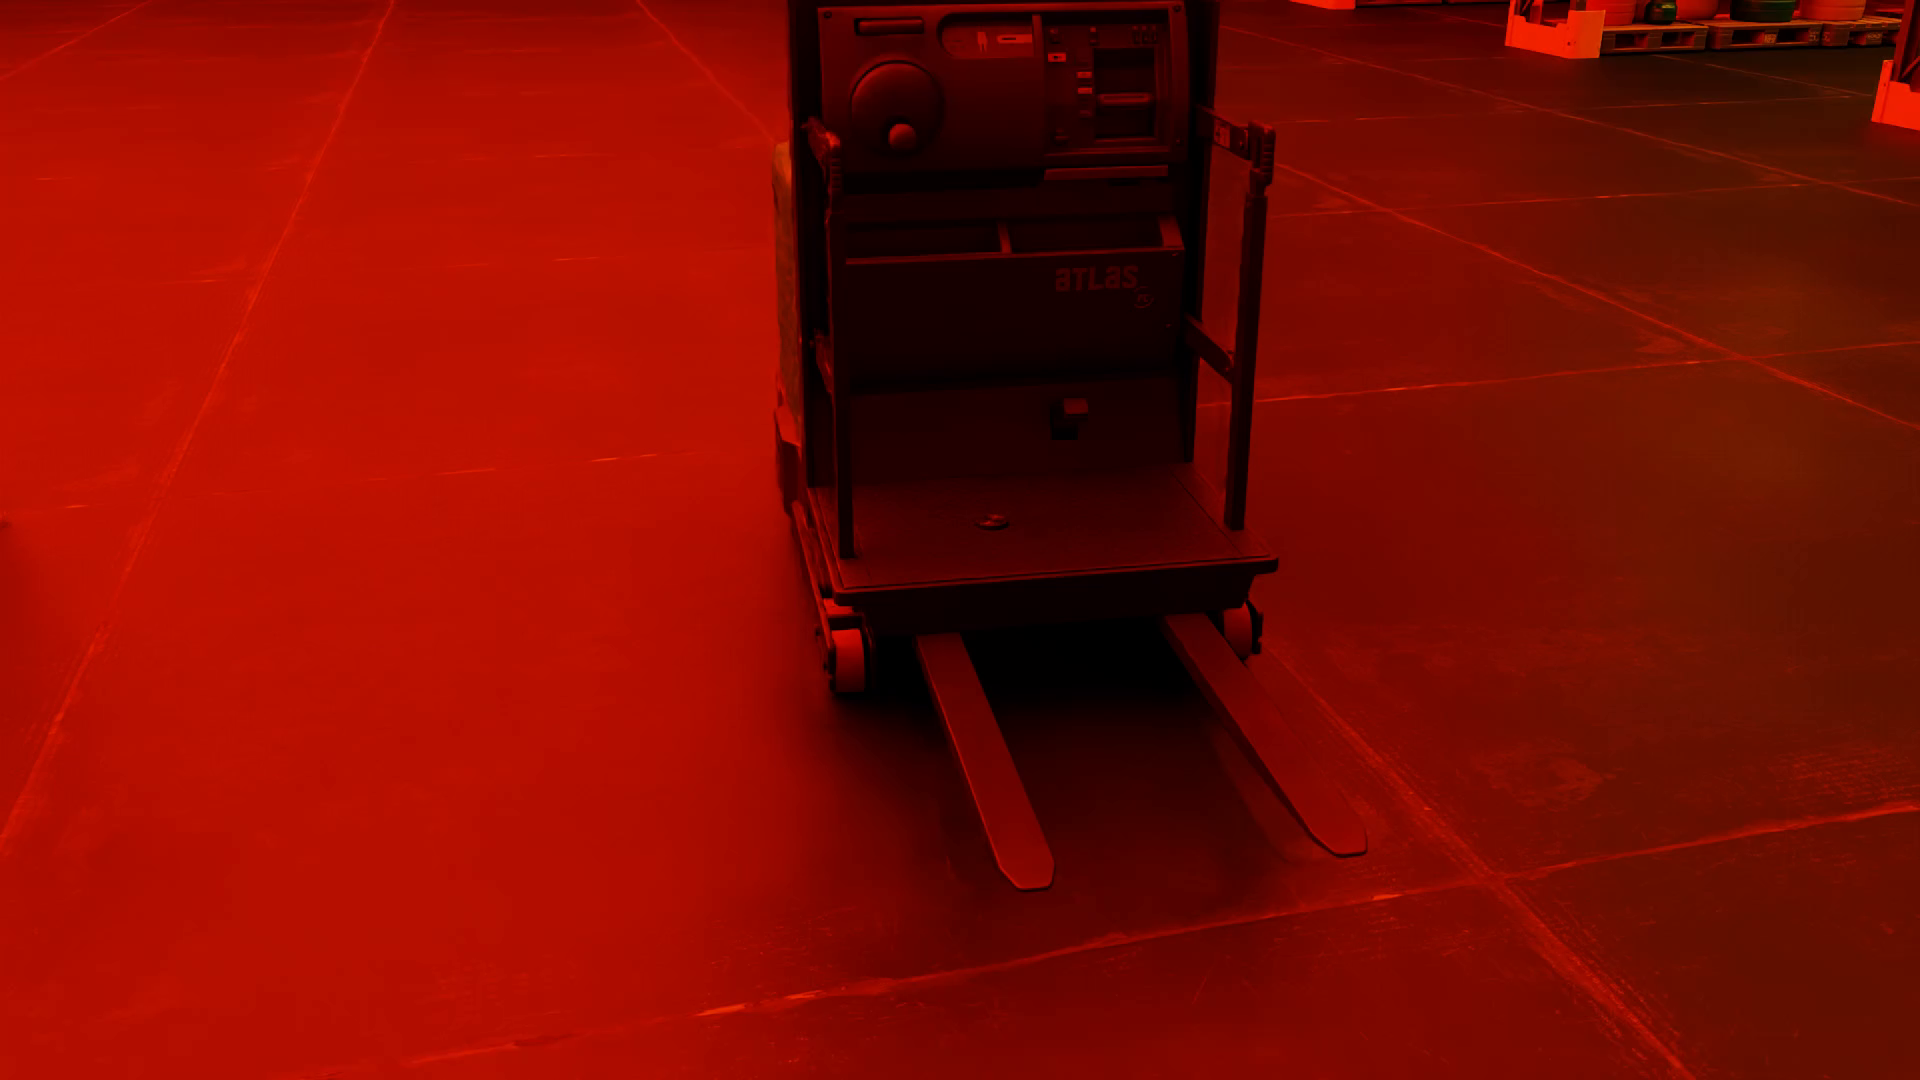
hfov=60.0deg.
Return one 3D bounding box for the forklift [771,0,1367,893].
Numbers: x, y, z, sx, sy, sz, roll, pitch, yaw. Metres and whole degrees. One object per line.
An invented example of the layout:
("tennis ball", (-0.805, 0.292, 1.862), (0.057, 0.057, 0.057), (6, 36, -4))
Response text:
("forklift", (0.158, -1.118, 3.938), (1.130, 2.935, 3.031), (-4, 23, -10))
